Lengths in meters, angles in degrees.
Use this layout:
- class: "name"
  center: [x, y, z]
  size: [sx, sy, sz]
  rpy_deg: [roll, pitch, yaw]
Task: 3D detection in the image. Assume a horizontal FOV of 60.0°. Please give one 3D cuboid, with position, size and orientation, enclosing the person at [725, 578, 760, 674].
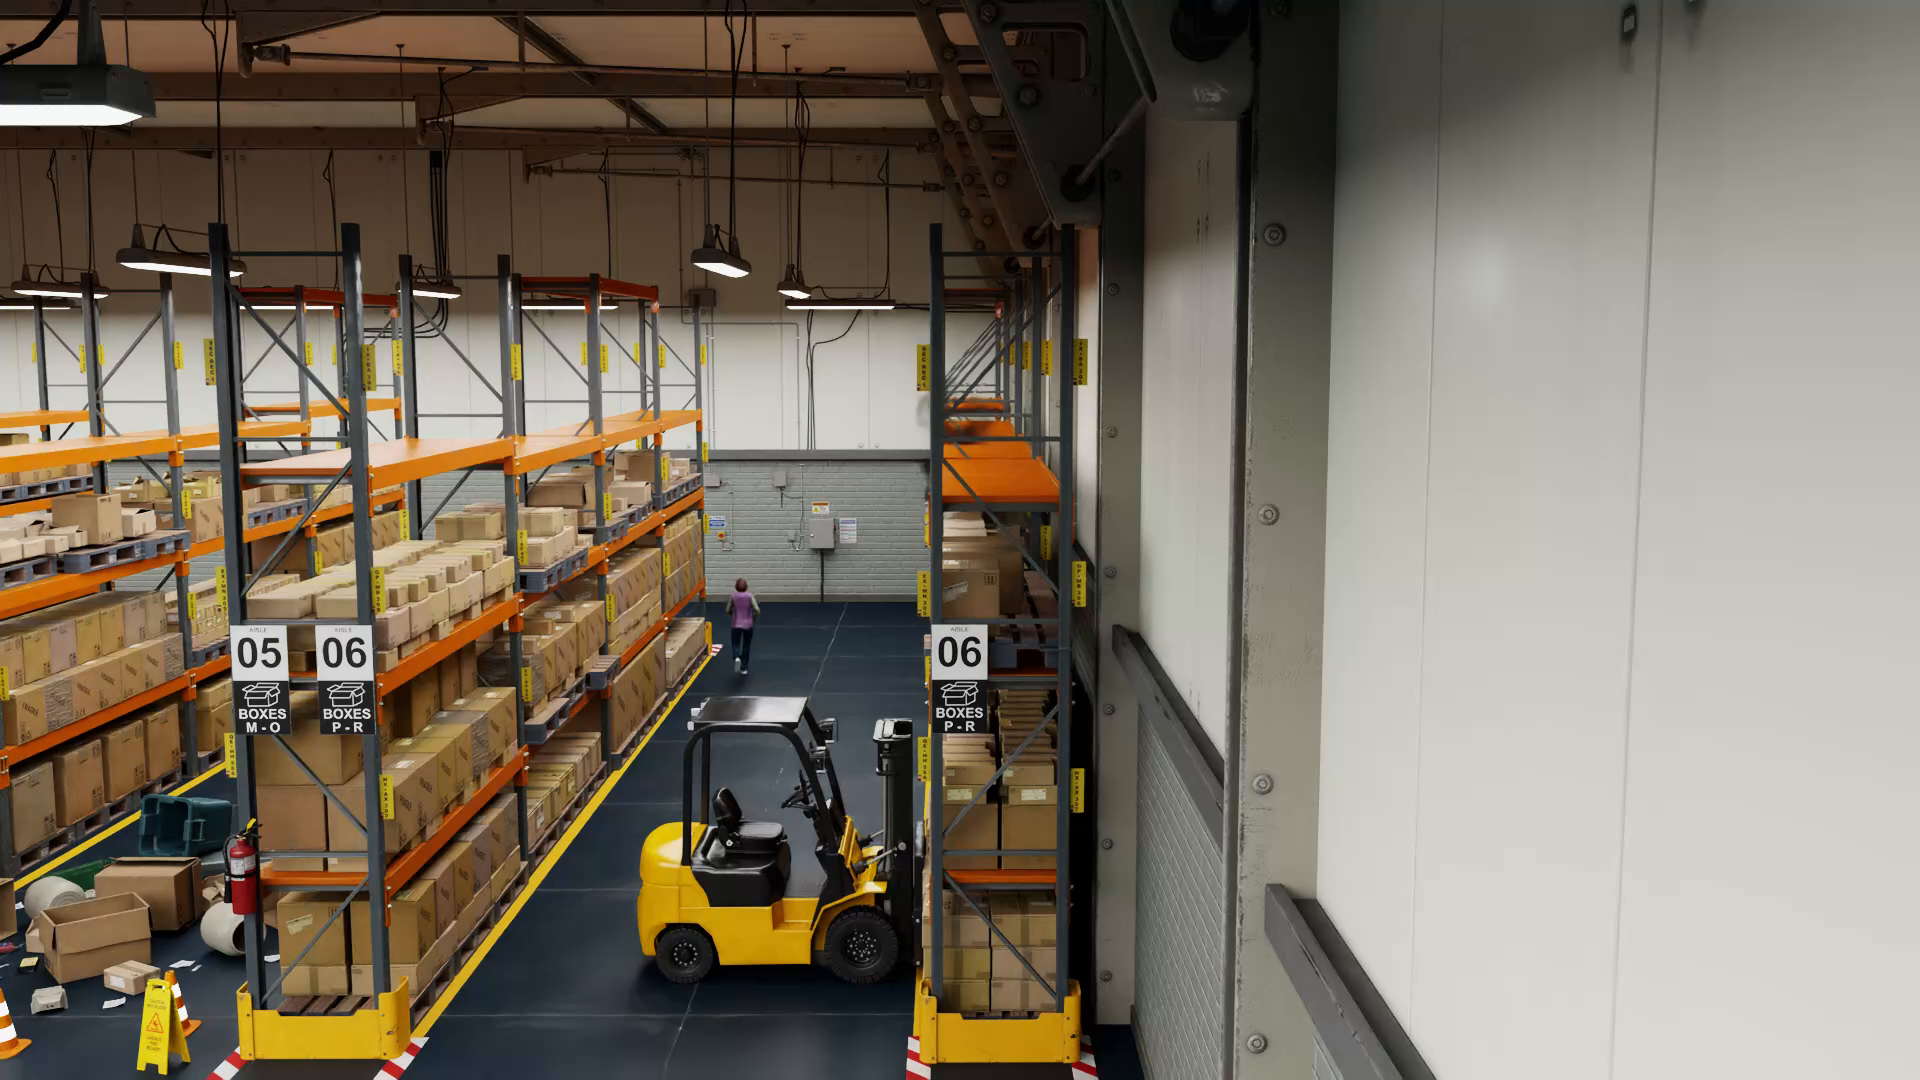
- class: "person"
  center: [-3.393, 1.362, 25.999]
  size: [0.544, 1.556, 0.705]
  rpy_deg: [-1, 7, -6]
